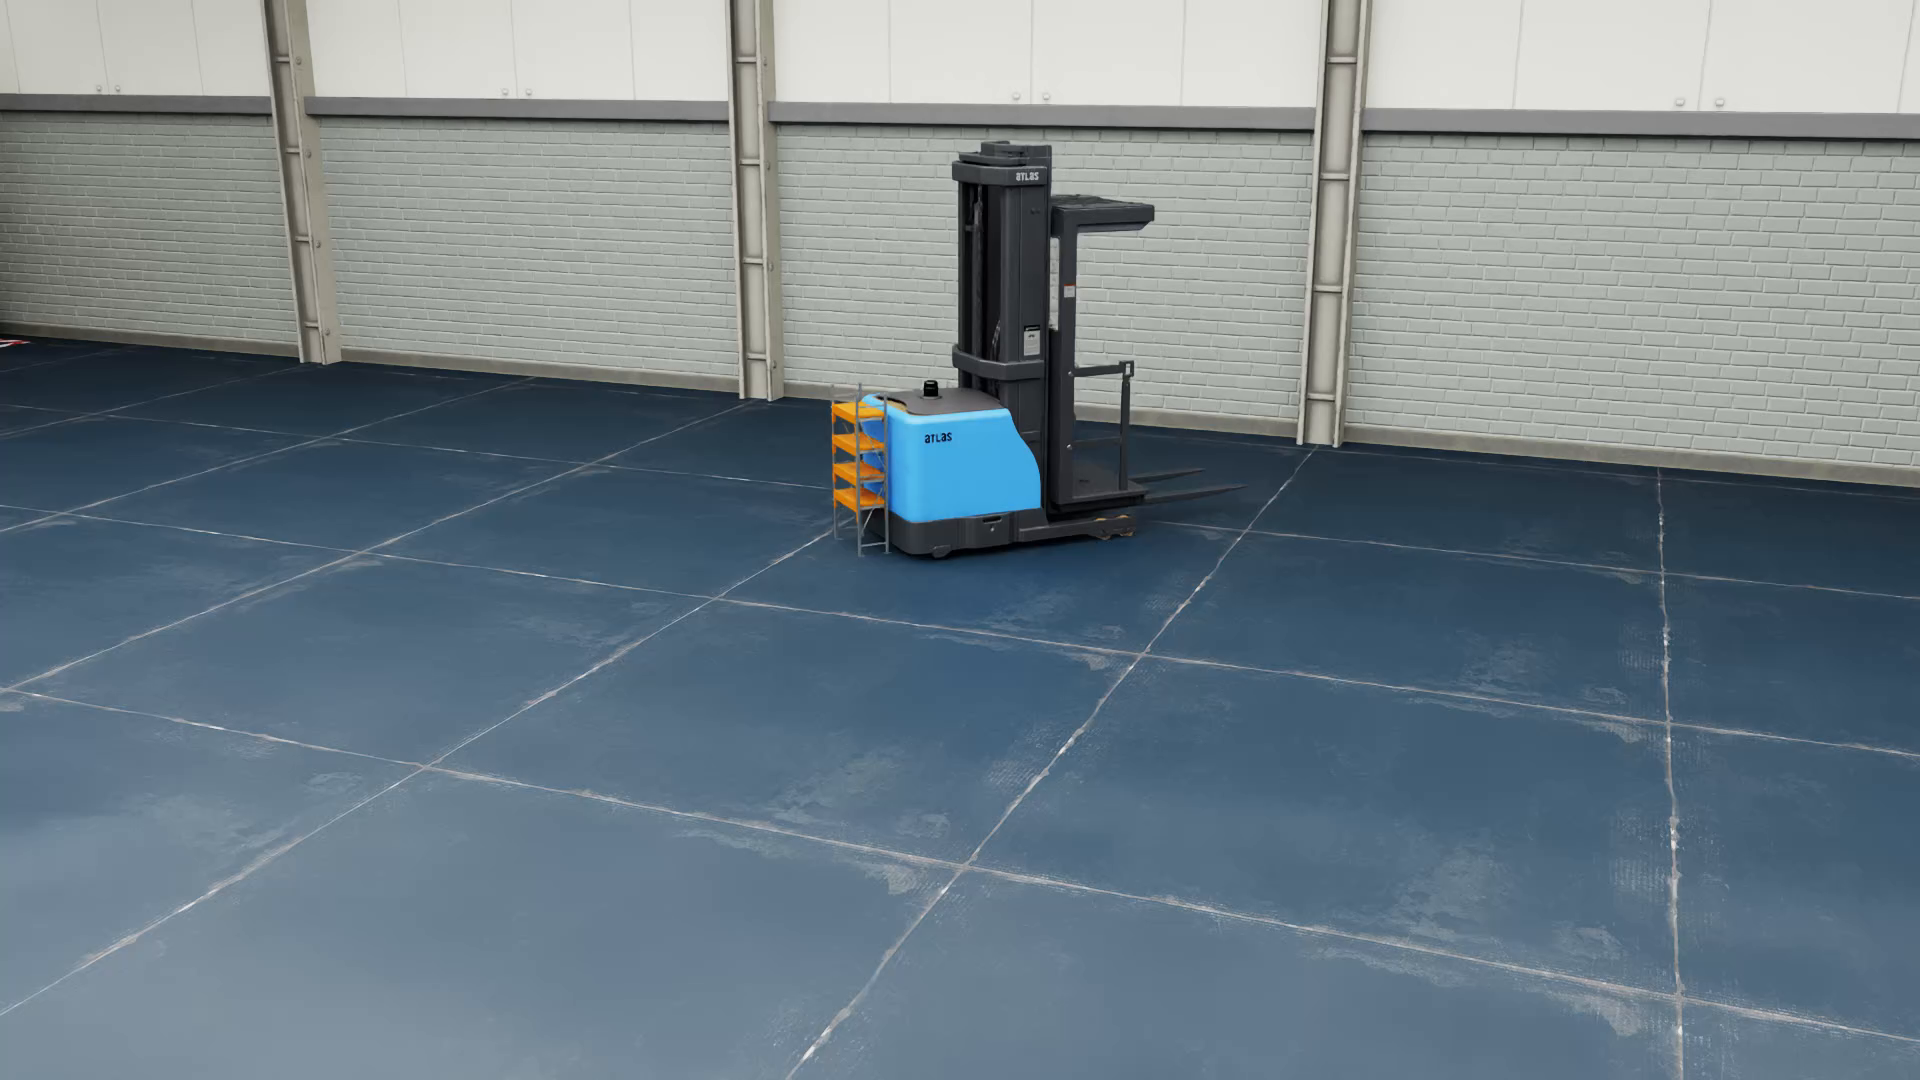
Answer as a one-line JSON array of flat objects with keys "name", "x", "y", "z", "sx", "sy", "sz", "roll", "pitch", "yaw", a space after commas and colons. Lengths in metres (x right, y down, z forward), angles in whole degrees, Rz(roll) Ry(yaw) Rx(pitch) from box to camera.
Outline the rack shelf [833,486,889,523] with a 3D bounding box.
[{"name": "rack shelf", "x": -0.742, "y": -0.270, "z": 12.405, "sx": 0.258, "sy": 0.148, "sz": 0.480, "roll": -7, "pitch": 18, "yaw": -24}]

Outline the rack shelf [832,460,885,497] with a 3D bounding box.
[{"name": "rack shelf", "x": -0.742, "y": -0.461, "z": 12.349, "sx": 0.258, "sy": 0.148, "sz": 0.480, "roll": -7, "pitch": 18, "yaw": -24}]

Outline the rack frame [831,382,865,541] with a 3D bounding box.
[{"name": "rack frame", "x": -0.845, "y": -0.587, "z": 12.543, "sx": 0.240, "sy": 1.200, "sz": 0.015, "roll": -7, "pitch": 18, "yaw": -24}]

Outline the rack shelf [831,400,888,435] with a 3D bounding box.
[{"name": "rack shelf", "x": -0.742, "y": -0.903, "z": 12.221, "sx": 0.258, "sy": 0.148, "sz": 0.480, "roll": -7, "pitch": 18, "yaw": -24}]

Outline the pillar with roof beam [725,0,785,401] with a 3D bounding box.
[{"name": "pillar with roof beam", "x": -3.720, "y": -4.752, "z": 12.902, "sx": 0.400, "sy": 9.000, "sz": 9.100, "roll": 6, "pitch": 17, "yaw": 21}]

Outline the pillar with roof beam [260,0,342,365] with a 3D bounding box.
[{"name": "pillar with roof beam", "x": -9.302, "y": -5.366, "z": 15.016, "sx": 0.400, "sy": 9.000, "sz": 9.100, "roll": 6, "pitch": 17, "yaw": 21}]

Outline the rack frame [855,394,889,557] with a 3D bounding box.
[{"name": "rack frame", "x": -0.639, "y": -0.464, "z": 12.118, "sx": 0.240, "sy": 1.200, "sz": 0.015, "roll": -7, "pitch": 18, "yaw": -24}]

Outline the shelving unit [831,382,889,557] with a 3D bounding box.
[{"name": "shelving unit", "x": -0.742, "y": -0.525, "z": 12.331, "sx": 0.258, "sy": 1.200, "sz": 0.503, "roll": -7, "pitch": 18, "yaw": -24}]

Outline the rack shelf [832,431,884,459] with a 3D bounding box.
[{"name": "rack shelf", "x": -0.742, "y": -0.675, "z": 12.287, "sx": 0.258, "sy": 0.148, "sz": 0.480, "roll": -7, "pitch": 18, "yaw": -24}]

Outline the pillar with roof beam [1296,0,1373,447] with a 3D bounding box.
[{"name": "pillar with roof beam", "x": 1.861, "y": -4.138, "z": 10.788, "sx": 0.400, "sy": 9.000, "sz": 9.100, "roll": 6, "pitch": 17, "yaw": 21}]

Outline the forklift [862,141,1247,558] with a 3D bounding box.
[{"name": "forklift", "x": 0.796, "y": -1.534, "z": 12.700, "sx": 3.031, "sy": 2.935, "sz": 1.130, "roll": -7, "pitch": 18, "yaw": -24}]
